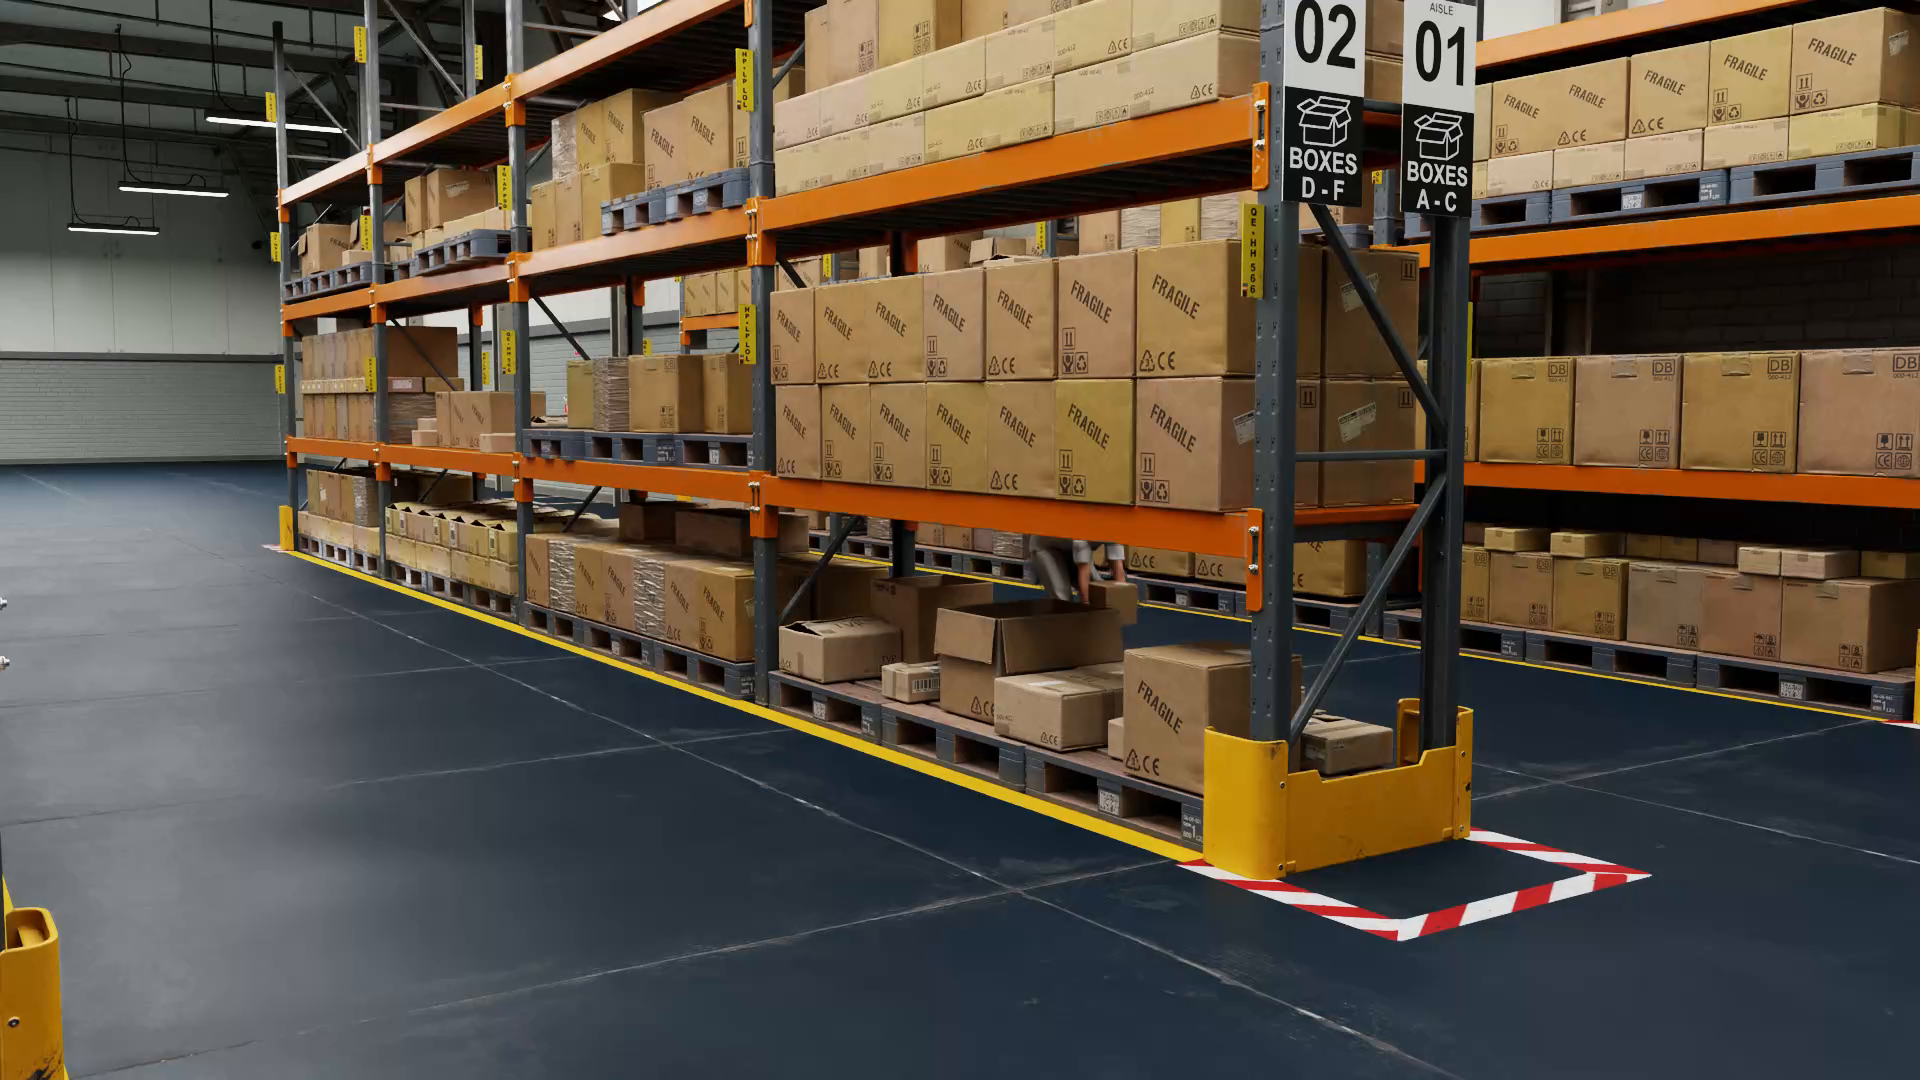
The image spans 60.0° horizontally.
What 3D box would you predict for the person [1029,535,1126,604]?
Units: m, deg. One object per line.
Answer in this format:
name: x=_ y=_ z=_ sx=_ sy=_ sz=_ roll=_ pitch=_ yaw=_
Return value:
person: x=0.789 y=0.297 z=10.470 sx=0.447 sy=1.096 sz=0.858 roll=-3 pitch=6 yaw=-36
